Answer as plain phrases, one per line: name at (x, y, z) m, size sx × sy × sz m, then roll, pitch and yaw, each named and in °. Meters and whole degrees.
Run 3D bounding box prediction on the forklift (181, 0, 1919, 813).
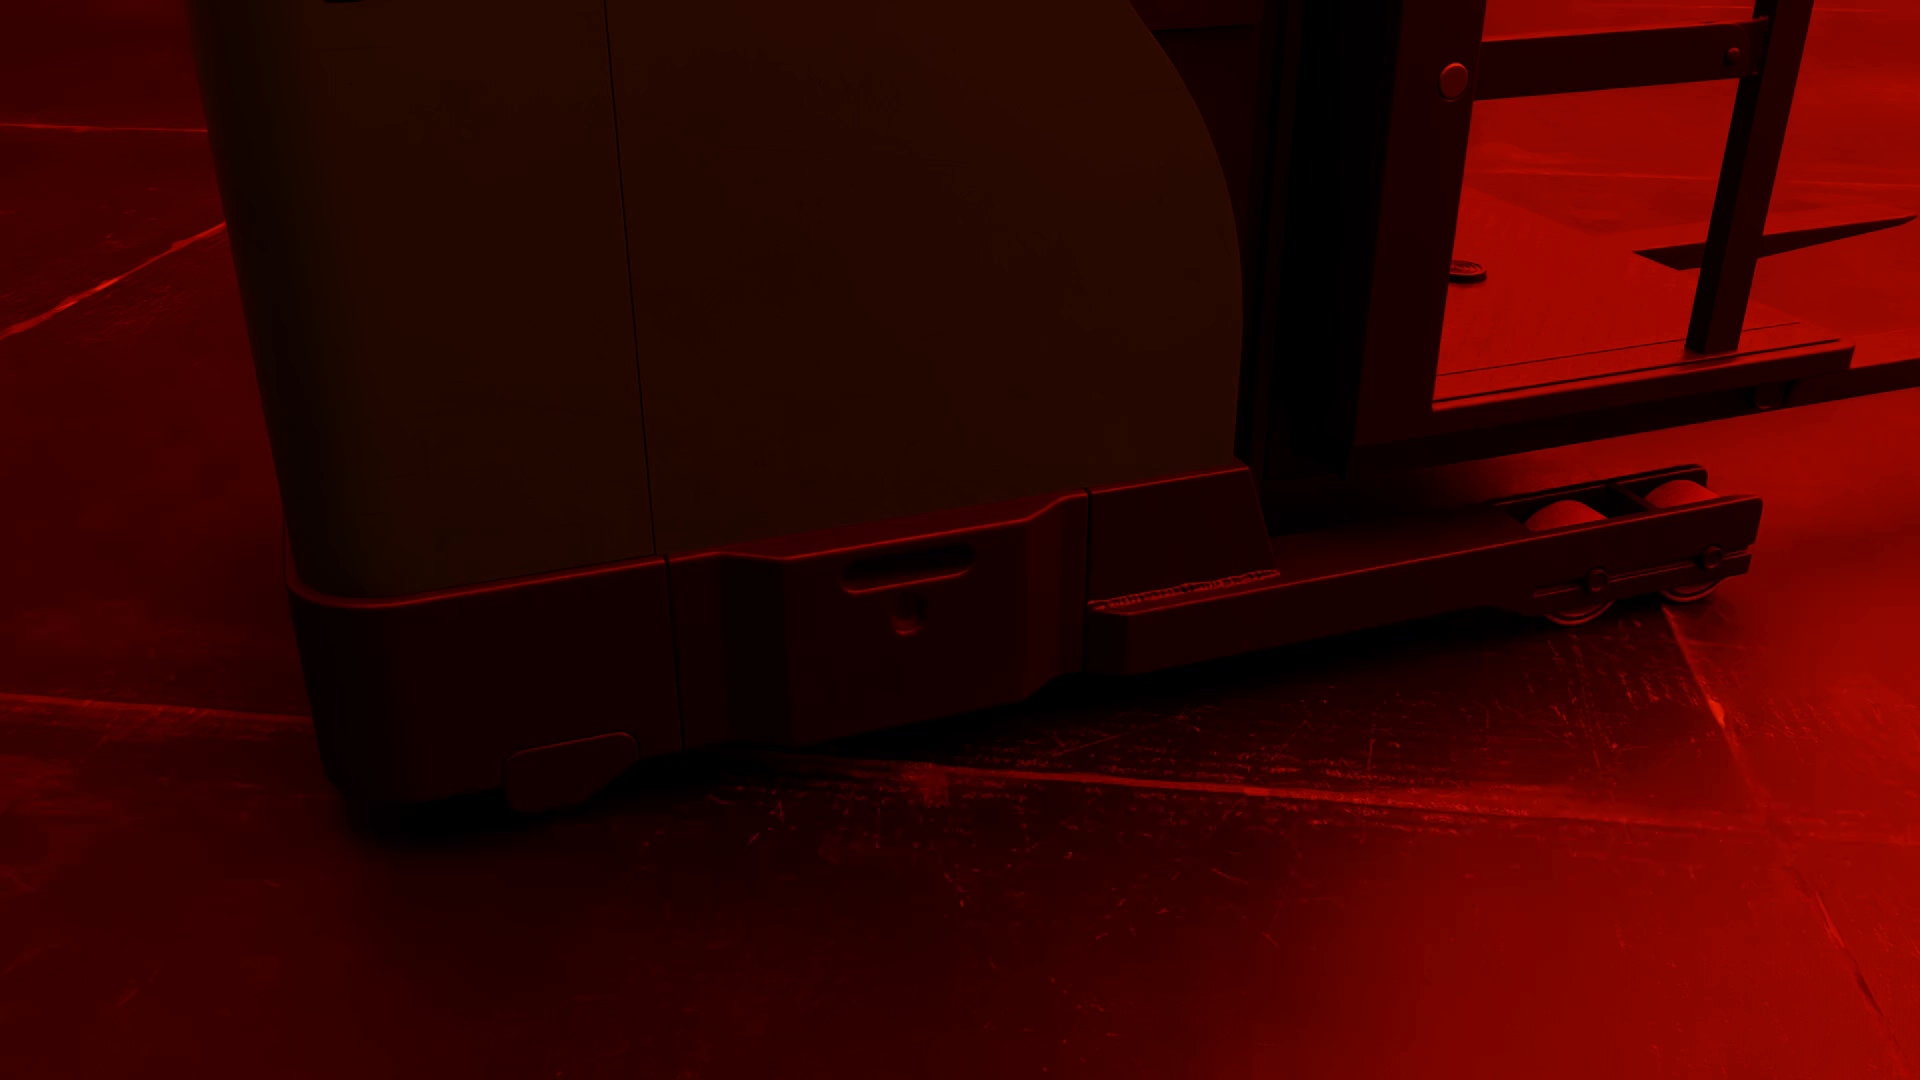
forklift at (0.572, -1.406, 2.035) m, size 3.031 × 2.935 × 1.130 m, roll -9°, pitch 28°, yaw -18°
